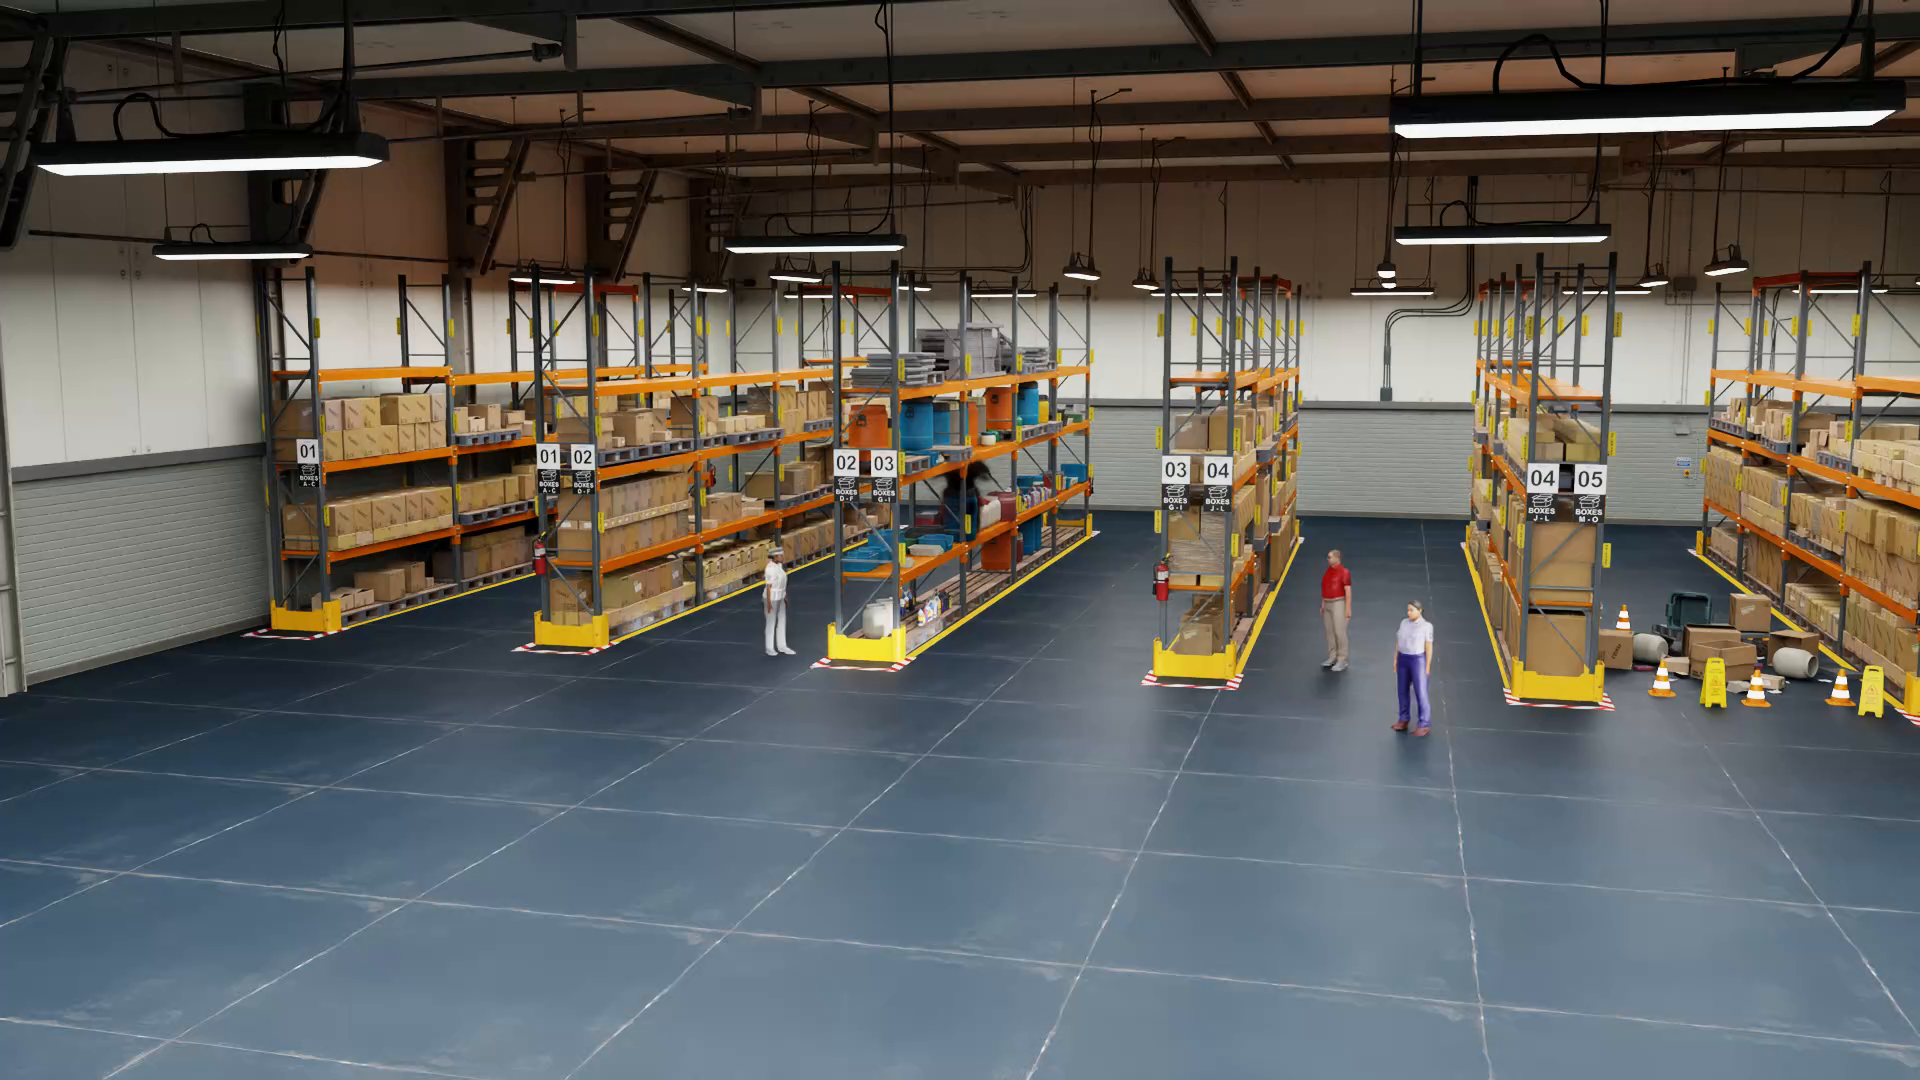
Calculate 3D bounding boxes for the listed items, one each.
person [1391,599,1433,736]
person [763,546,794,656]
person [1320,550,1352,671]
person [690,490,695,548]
[{"bbox_3d":[5.641,1.581,20.746,0.407,1.682,0.536,-6,9,-39],"label":"person"},{"bbox_3d":[-2.823,0.937,25.588,0.419,1.687,0.484,3,8,22],"label":"person"},{"bbox_3d":[5.552,1.026,24.691,0.441,1.750,0.652,-3,8,-25],"label":"person"},{"bbox_3d":[-5.725,-0.322,35.932,0.389,1.552,0.920,3,8,19],"label":"person"}]
